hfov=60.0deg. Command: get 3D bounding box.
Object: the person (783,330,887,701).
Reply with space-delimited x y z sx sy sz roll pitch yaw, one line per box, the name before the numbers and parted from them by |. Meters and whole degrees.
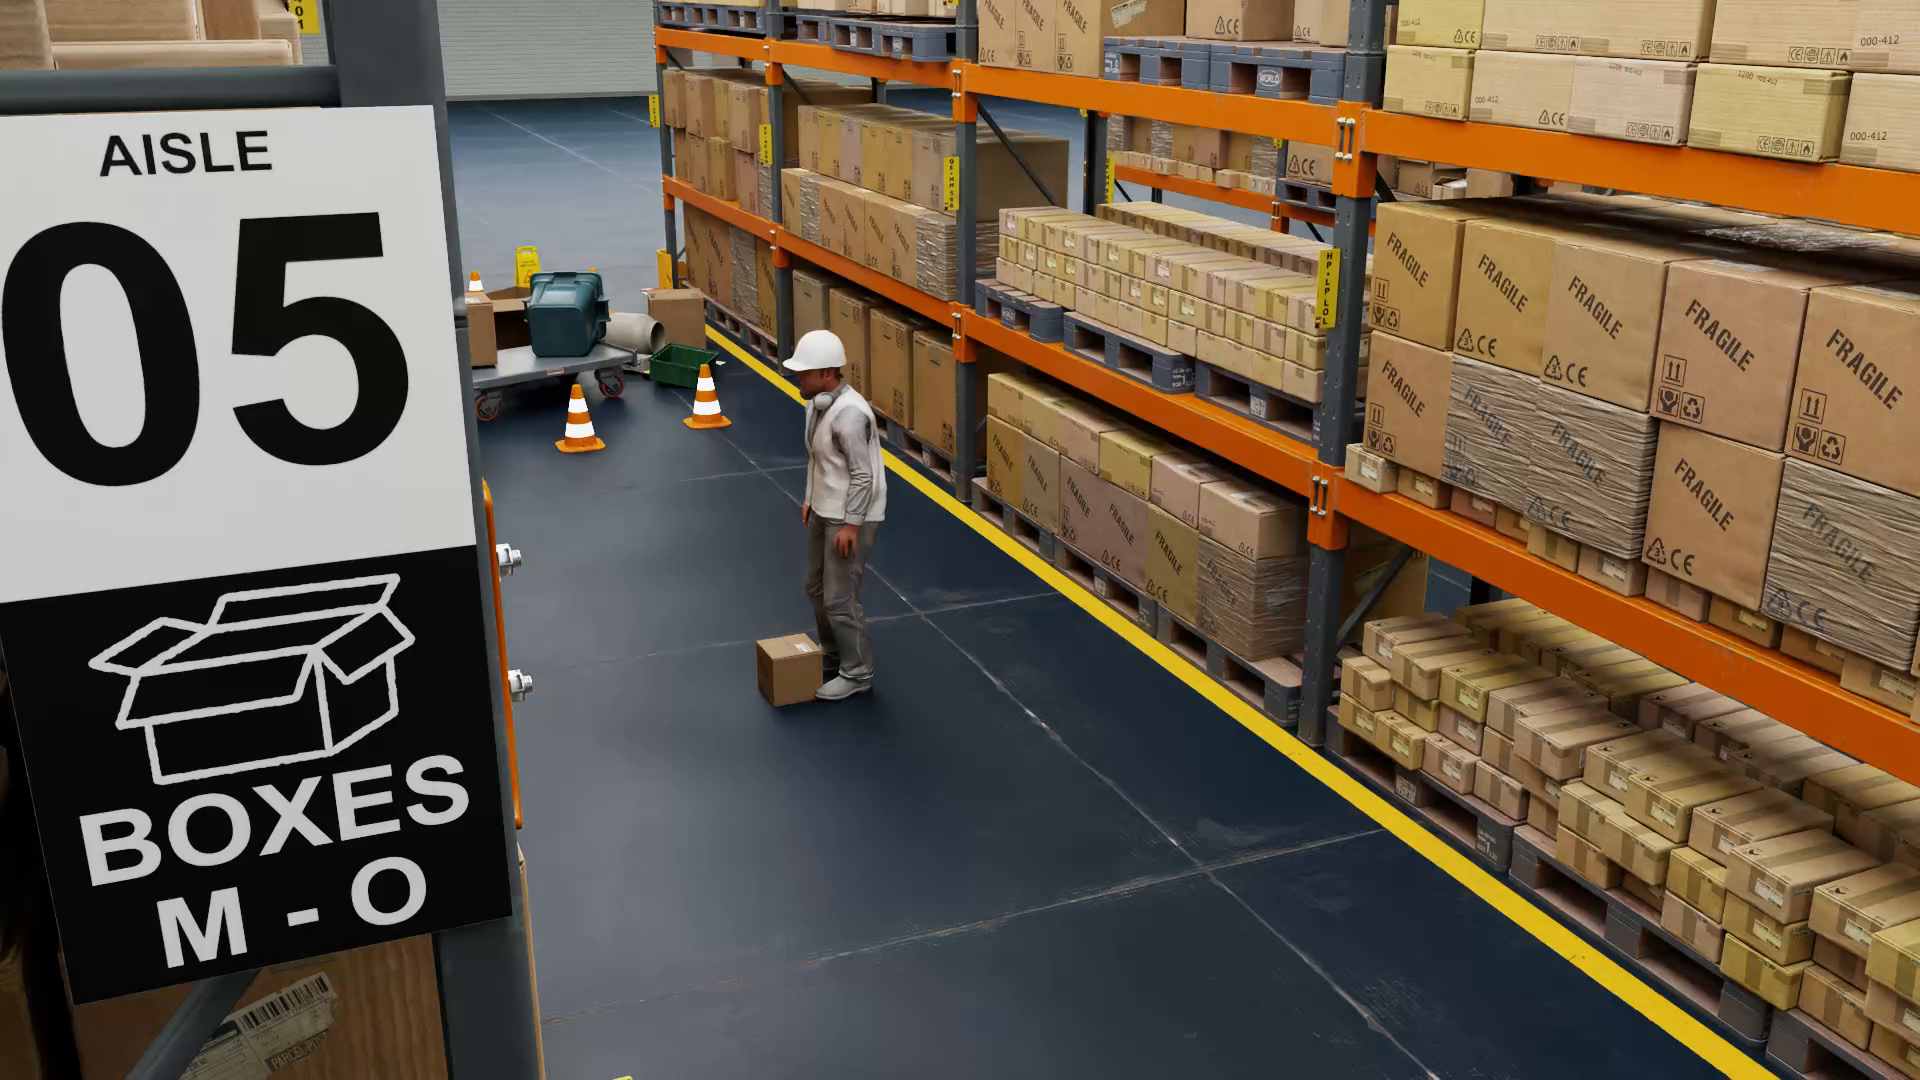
person | -0.593 -0.128 7.898 0.466 1.771 0.584 -8 20 -23
